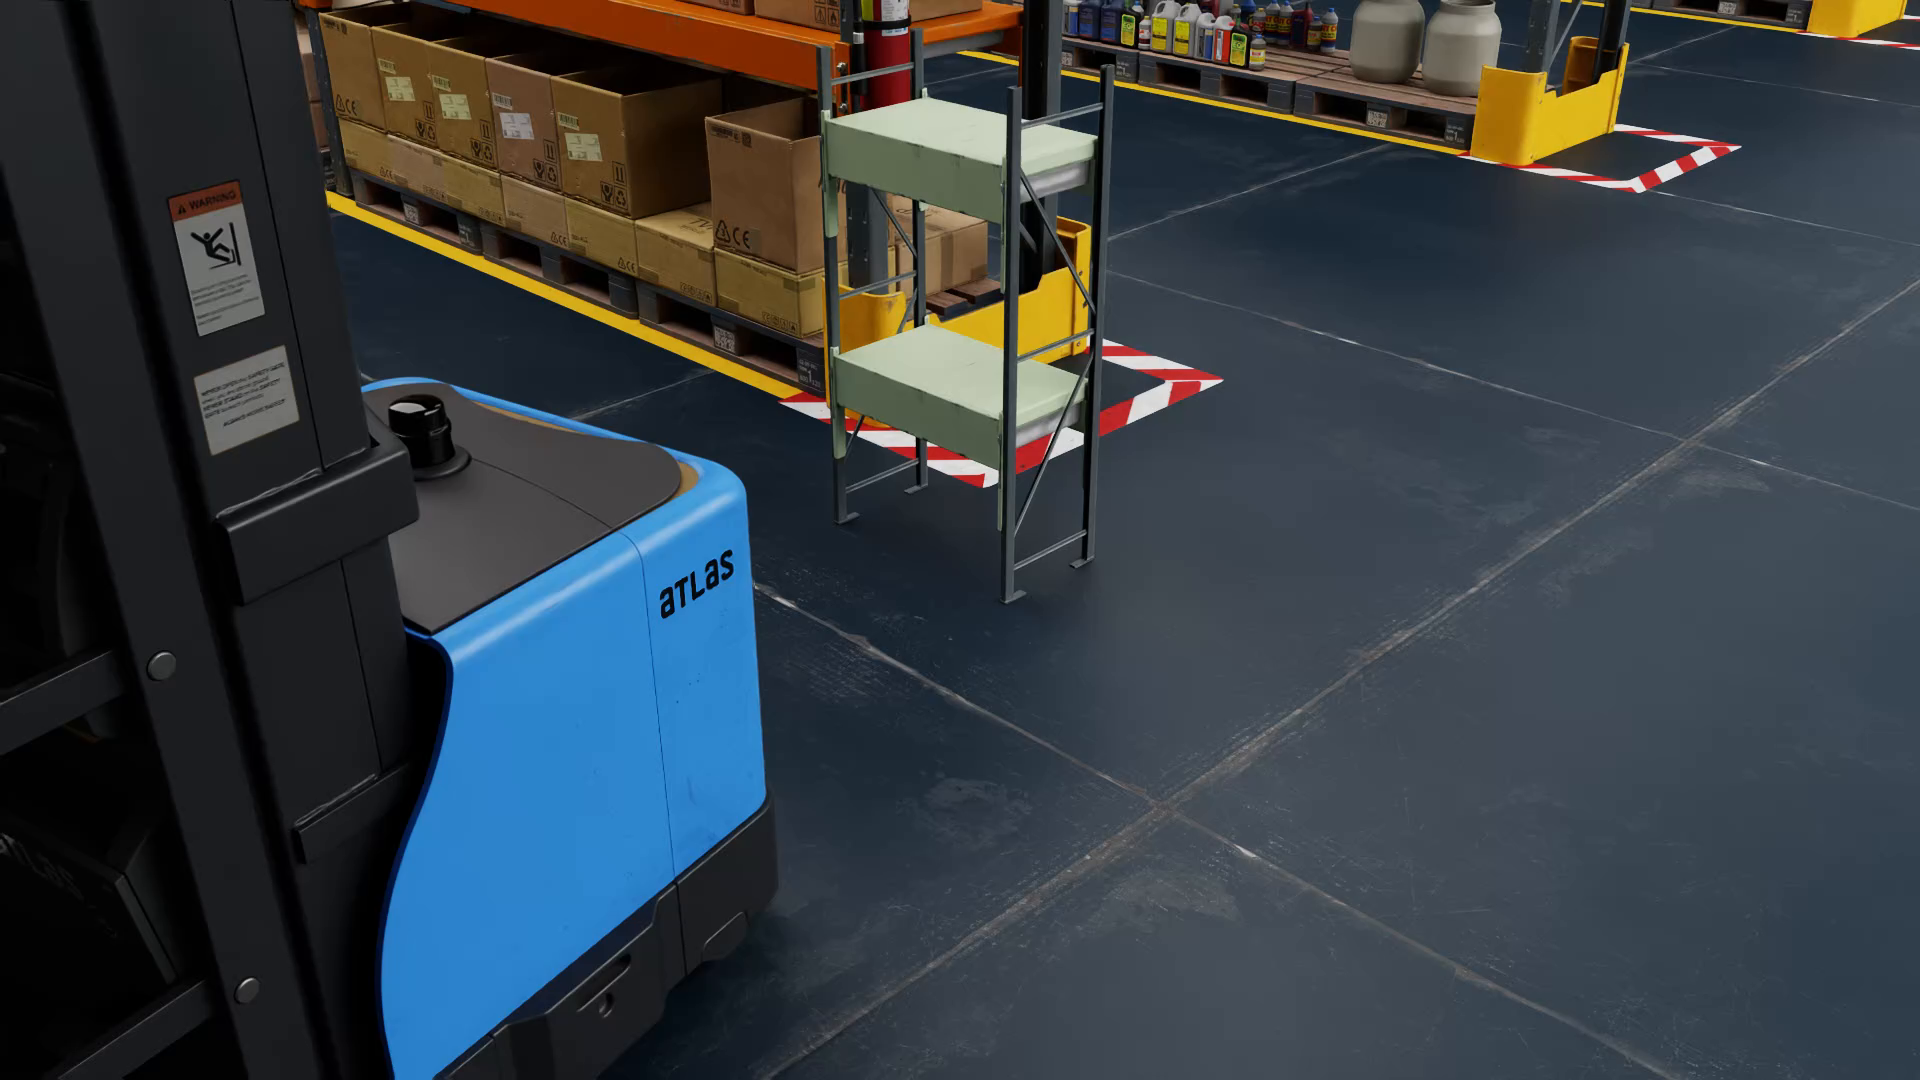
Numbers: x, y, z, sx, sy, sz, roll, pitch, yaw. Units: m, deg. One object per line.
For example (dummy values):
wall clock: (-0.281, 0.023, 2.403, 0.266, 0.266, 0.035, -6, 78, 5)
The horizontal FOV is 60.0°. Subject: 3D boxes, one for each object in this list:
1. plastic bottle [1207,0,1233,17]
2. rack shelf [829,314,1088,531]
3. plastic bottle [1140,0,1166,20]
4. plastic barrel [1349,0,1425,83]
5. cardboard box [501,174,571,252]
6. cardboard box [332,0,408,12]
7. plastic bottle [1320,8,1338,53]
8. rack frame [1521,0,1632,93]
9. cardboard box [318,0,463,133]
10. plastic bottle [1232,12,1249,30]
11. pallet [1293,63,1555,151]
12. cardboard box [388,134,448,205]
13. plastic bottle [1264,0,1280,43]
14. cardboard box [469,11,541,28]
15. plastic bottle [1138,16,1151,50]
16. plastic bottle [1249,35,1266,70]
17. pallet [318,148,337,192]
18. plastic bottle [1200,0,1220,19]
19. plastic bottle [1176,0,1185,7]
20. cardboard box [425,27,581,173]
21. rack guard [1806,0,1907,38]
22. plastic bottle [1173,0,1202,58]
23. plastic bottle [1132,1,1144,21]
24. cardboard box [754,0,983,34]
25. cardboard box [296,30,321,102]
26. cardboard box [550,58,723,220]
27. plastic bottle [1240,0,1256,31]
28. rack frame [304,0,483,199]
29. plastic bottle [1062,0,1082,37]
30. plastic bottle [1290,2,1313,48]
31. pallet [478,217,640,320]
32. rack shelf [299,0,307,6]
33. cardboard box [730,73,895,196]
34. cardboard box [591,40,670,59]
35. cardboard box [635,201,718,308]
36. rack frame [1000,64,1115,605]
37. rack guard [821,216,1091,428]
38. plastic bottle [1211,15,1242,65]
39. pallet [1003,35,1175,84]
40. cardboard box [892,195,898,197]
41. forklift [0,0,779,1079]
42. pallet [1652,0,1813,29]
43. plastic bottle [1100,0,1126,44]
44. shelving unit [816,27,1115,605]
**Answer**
plastic bottle: (1.755, -3.578, 11.285, 0.152, 0.276, 0.135, -25, 36, -38)
rack shelf: (0.005, -0.373, 5.049, 0.720, 0.370, 0.431, 25, 36, 38)
plastic bottle: (1.325, -3.680, 11.479, 0.135, 0.276, 0.152, 25, 36, 38)
plastic barrel: (2.585, -3.058, 10.064, 0.421, 0.512, 0.421, 0, 28, 0)
cardboard box: (-1.678, -1.509, 7.399, 0.500, 0.250, 0.500, 25, 36, 38)
cardboard box: (-3.336, -2.882, 9.409, 0.500, 0.311, 0.500, 24, 36, 38)
plastic bottle: (2.391, -3.302, 10.766, 0.097, 0.271, 0.097, 0, 28, 0)
rack frame: (3.465, -3.620, 8.912, 0.127, 3.000, 1.000, 25, 36, 38)
cardboard box: (-2.751, -2.328, 8.152, 0.500, 0.500, 0.500, 25, 36, 38)
plastic bottle: (1.762, -3.193, 10.546, 0.133, 0.283, 0.061, 25, 36, 38)
pallet: (2.803, -2.662, 10.086, 1.213, 0.211, 1.003, 25, 36, 38)
cardboard box: (-2.391, -1.835, 8.019, 0.500, 0.250, 0.500, 25, 36, 38)
plastic bottle: (2.075, -3.447, 11.041, 0.097, 0.271, 0.097, 0, 28, 0)
cardboard box: (-2.030, -2.338, 8.170, 0.500, 0.500, 0.500, 25, 36, 38)
plastic bottle: (1.218, -3.319, 10.872, 0.097, 0.201, 0.097, 0, 28, 0)
plastic bottle: (1.848, -3.030, 10.323, 0.097, 0.201, 0.097, 0, 28, 0)
pallet: (-3.415, -2.276, 9.351, 1.213, 0.211, 1.003, 25, 36, 38)
plastic bottle: (1.680, -3.545, 11.215, 0.133, 0.283, 0.061, 25, 36, 38)
plastic bottle: (1.557, -3.701, 11.512, 0.061, 0.283, 0.133, -22, 35, -36)
cardboard box: (-2.038, -2.002, 7.532, 0.500, 0.500, 0.500, 25, 36, 38)
rack guard: (6.884, -4.182, 12.667, 0.348, 0.500, 1.175, 25, 36, 38)
plastic bottle: (1.468, -3.285, 10.649, 0.144, 0.351, 0.185, -24, 36, -37)
plastic bottle: (1.163, -3.414, 10.979, 0.097, 0.271, 0.097, 0, 28, 0)
cardboard box: (-0.334, -2.178, 6.062, 0.500, 0.500, 0.700, 25, 36, 38)
cardboard box: (-3.352, -2.537, 8.752, 0.500, 0.311, 0.500, 25, 36, 38)
cardboard box: (-1.324, -1.676, 6.912, 0.500, 0.500, 0.500, 25, 36, 38)
plastic bottle: (1.931, -3.513, 11.166, 0.097, 0.271, 0.097, 0, 28, 0)
rack frame: (-2.862, -3.283, 8.270, 0.127, 3.000, 1.000, 25, 36, 38)
plastic bottle: (0.783, -3.569, 11.268, 0.152, 0.276, 0.135, -24, 36, -37)
plastic bottle: (2.242, -3.387, 10.915, 0.061, 0.283, 0.133, -25, 36, -38)
pallet: (-1.450, -1.377, 7.642, 1.213, 0.211, 1.003, 25, 36, 38)
rack shelf: (-4.289, -3.617, 9.678, 4.000, 0.370, 1.077, 25, 36, 38)
cardboard box: (-0.594, -1.690, 6.938, 0.500, 0.500, 0.500, 25, 36, 38)
cardboard box: (-1.304, -2.017, 7.561, 0.500, 0.500, 0.500, 25, 36, 38)
cardboard box: (-0.965, -1.182, 6.779, 0.500, 0.250, 0.500, 25, 36, 38)
rack frame: (0.266, -0.542, 4.670, 0.023, 1.500, 0.400, 25, 36, 38)
rack guard: (0.007, -0.863, 6.355, 0.348, 0.500, 1.175, 25, 36, 38)
plastic bottle: (1.688, -3.154, 10.480, 0.135, 0.276, 0.152, 25, 37, 39)
pallet: (1.063, -3.458, 11.600, 1.213, 0.211, 1.003, 25, 36, 38)
cardboard box: (-0.596, -1.357, 7.111, 0.500, 0.250, 0.500, 25, 36, 38)
forklift: (-1.611, -0.026, 2.149, 1.130, 2.935, 3.031, 16, 32, 28)
pallet: (6.329, -4.331, 13.260, 1.213, 0.211, 1.003, 25, 36, 38)
plastic bottle: (1.032, -3.485, 11.028, 0.185, 0.351, 0.144, 23, 35, 36)
shelving unit: (0.005, -0.662, 4.897, 0.755, 1.500, 0.431, 25, 36, 38)
